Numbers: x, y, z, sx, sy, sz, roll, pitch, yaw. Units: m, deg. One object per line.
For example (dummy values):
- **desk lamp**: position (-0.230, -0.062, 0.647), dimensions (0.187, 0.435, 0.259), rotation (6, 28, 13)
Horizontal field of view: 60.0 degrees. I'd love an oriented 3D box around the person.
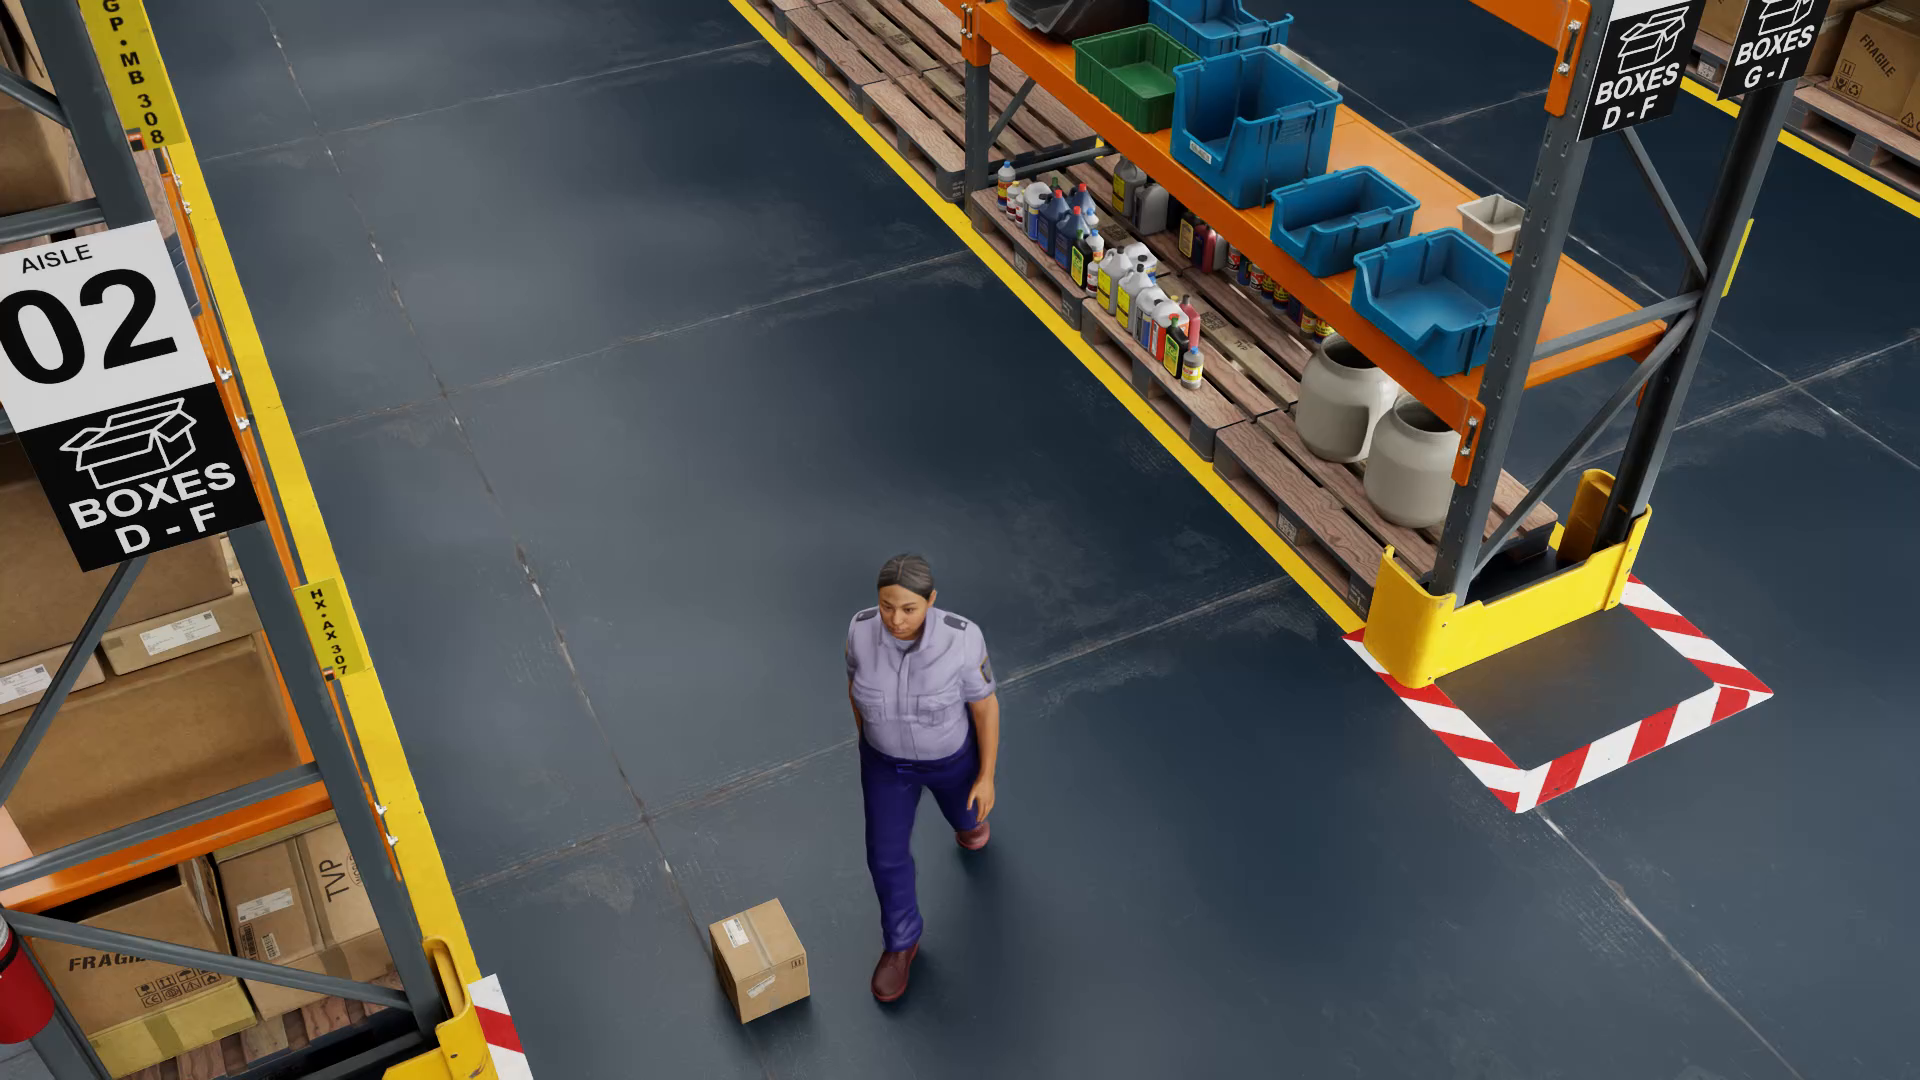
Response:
- **person**: position (-0.117, 0.681, 5.411), dimensions (0.513, 1.619, 0.927), rotation (7, 42, 8)
